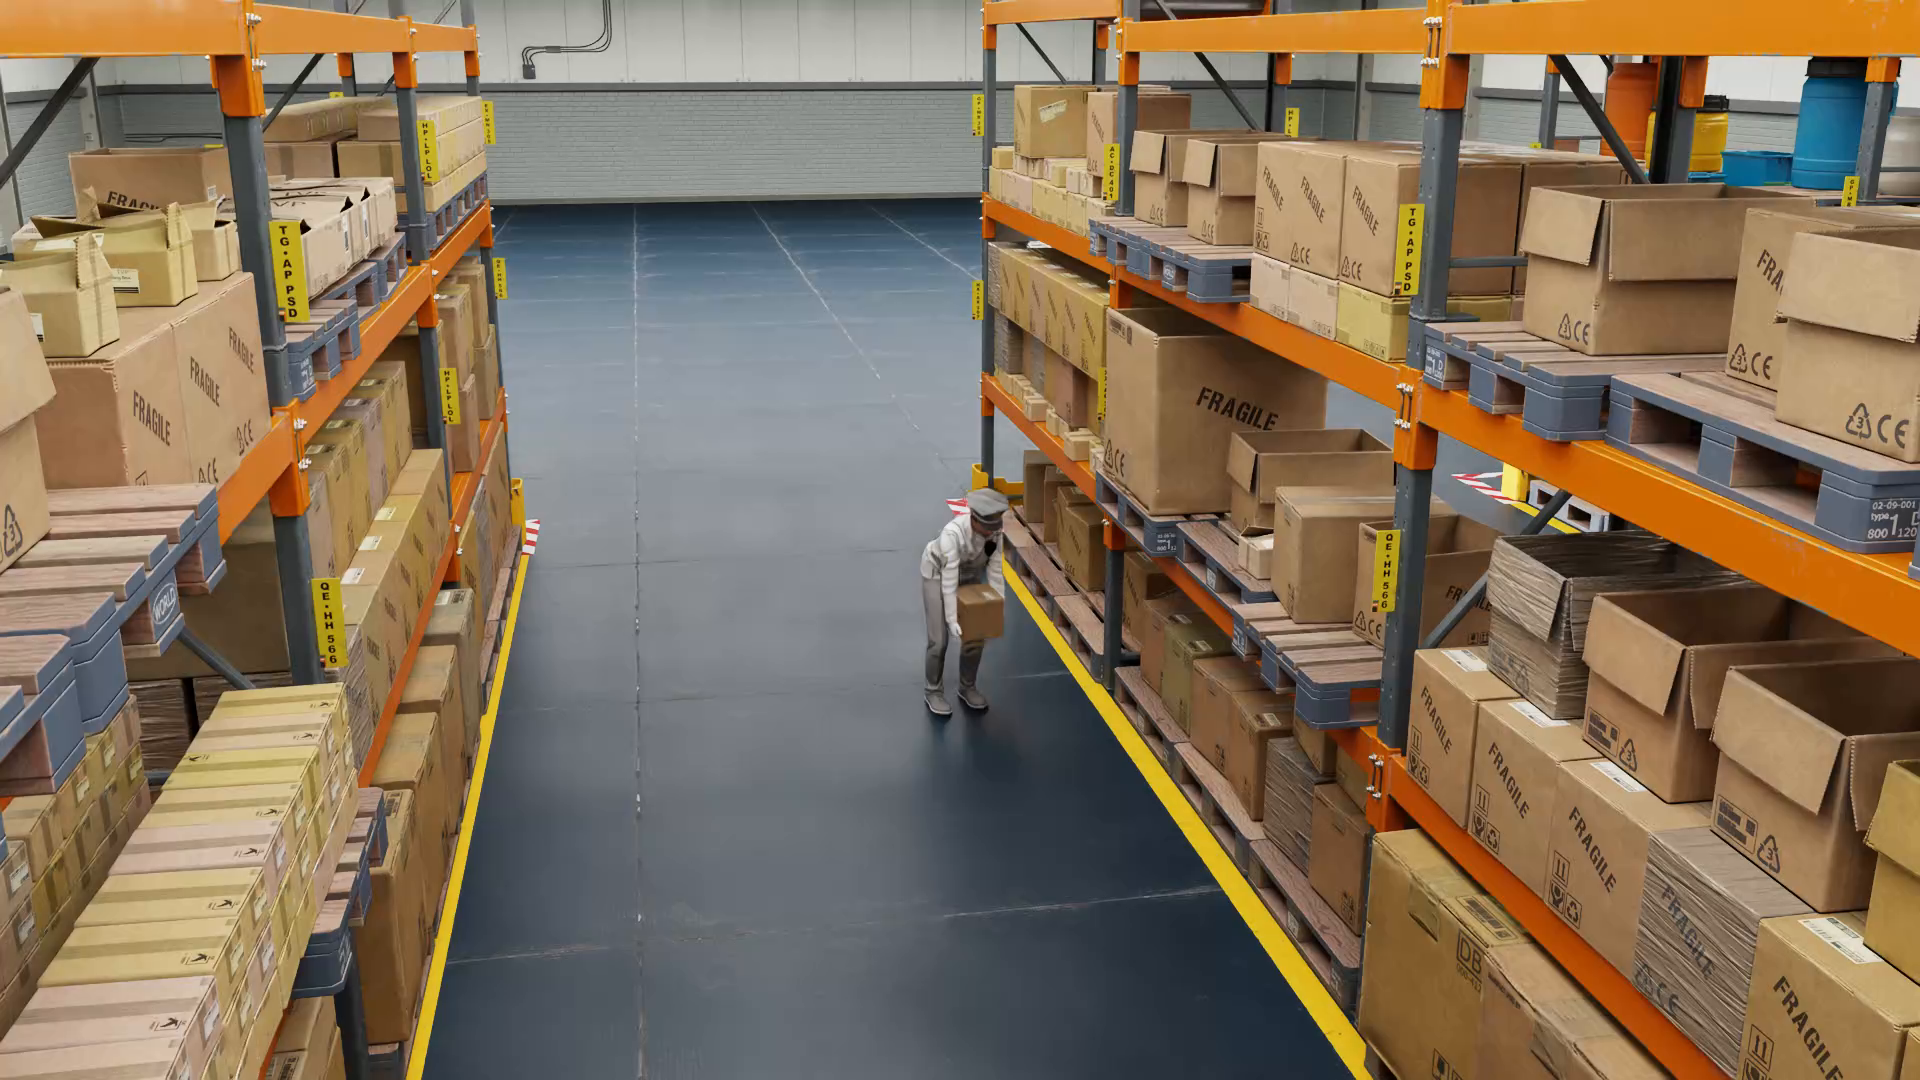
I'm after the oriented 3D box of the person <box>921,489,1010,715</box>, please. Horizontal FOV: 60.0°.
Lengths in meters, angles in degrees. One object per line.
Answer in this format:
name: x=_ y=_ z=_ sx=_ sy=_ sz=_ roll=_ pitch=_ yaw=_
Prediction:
person: x=0.044 y=0.375 z=10.103 sx=0.401 sy=1.482 sz=0.759 roll=-8 pitch=18 yaw=-25
